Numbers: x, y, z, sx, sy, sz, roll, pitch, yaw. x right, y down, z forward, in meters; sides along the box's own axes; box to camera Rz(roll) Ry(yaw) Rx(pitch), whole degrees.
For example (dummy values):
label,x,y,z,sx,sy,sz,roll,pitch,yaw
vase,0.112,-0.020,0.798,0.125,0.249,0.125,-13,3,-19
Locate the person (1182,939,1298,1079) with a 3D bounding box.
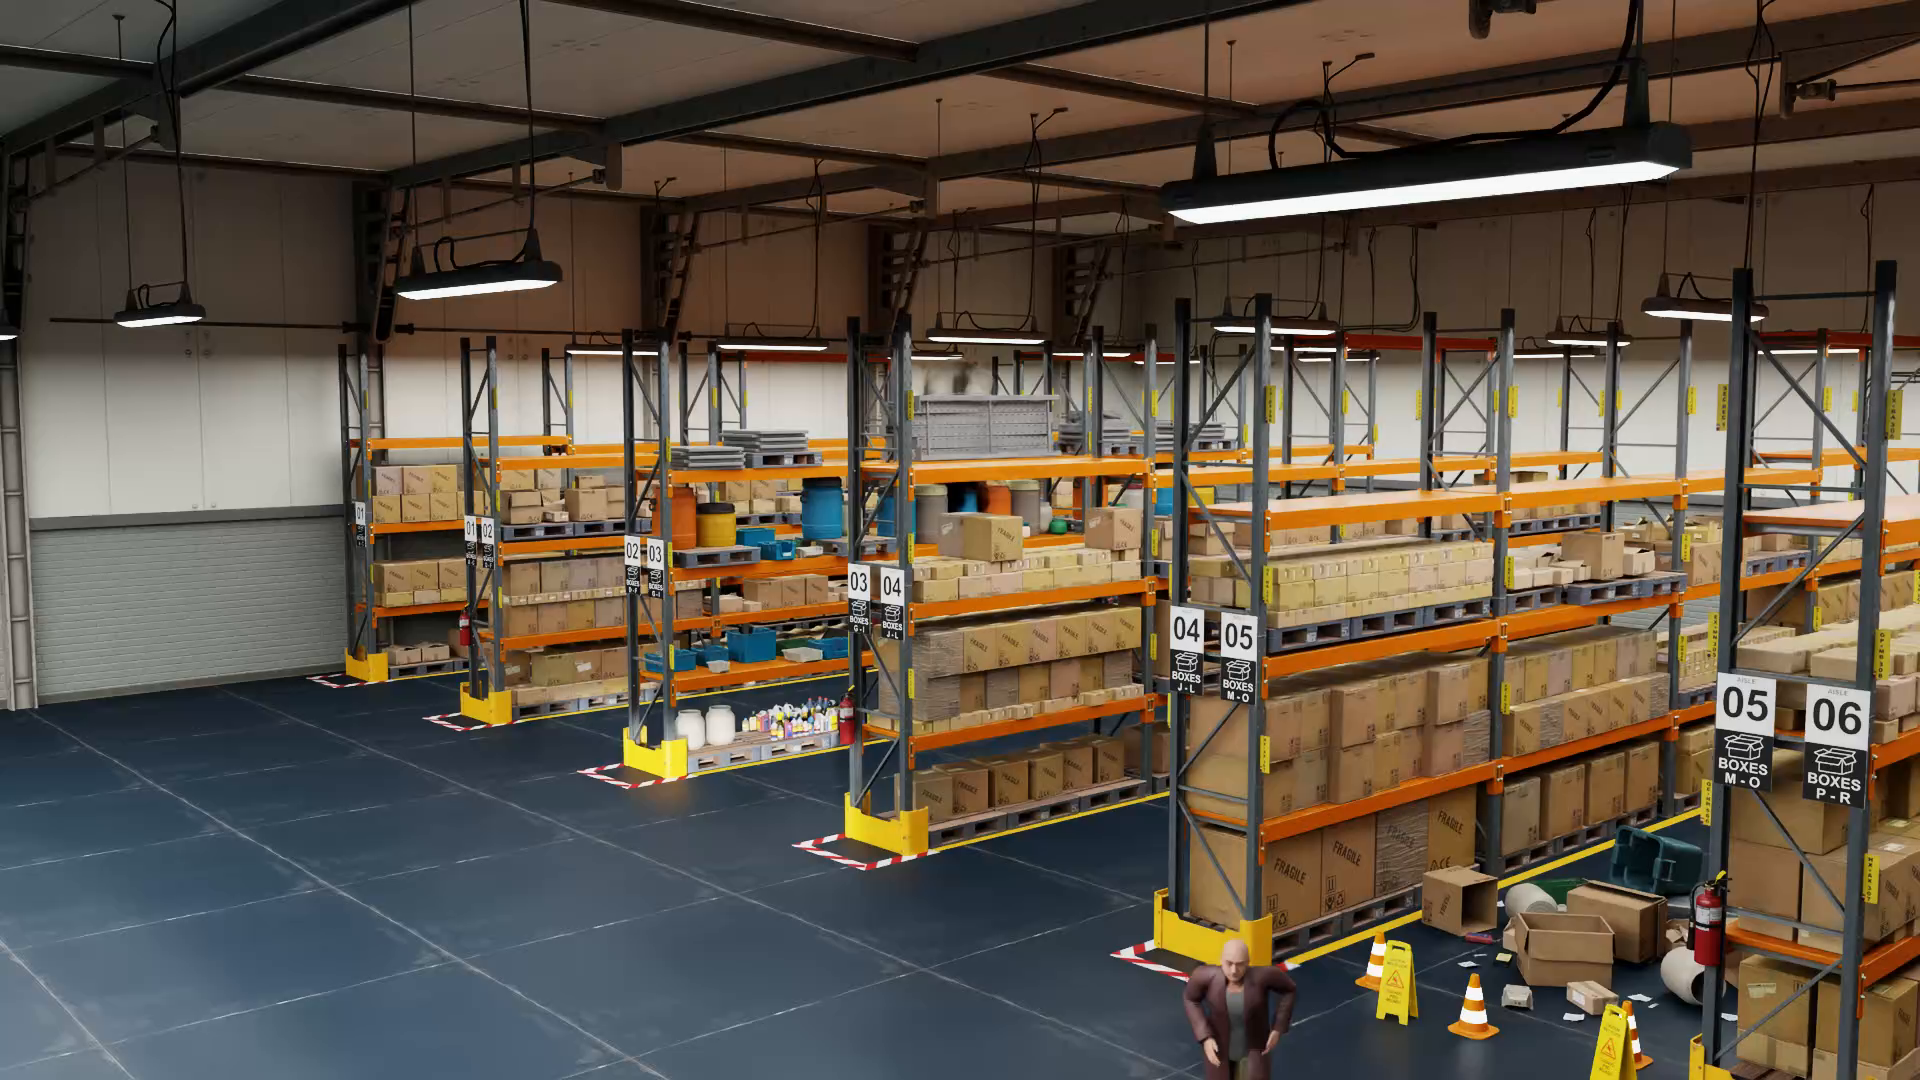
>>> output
label,x,y,z,sx,sy,sz,roll,pitch,yaw
person,1.831,3.358,10.929,0.741,1.738,1.078,1,5,10
